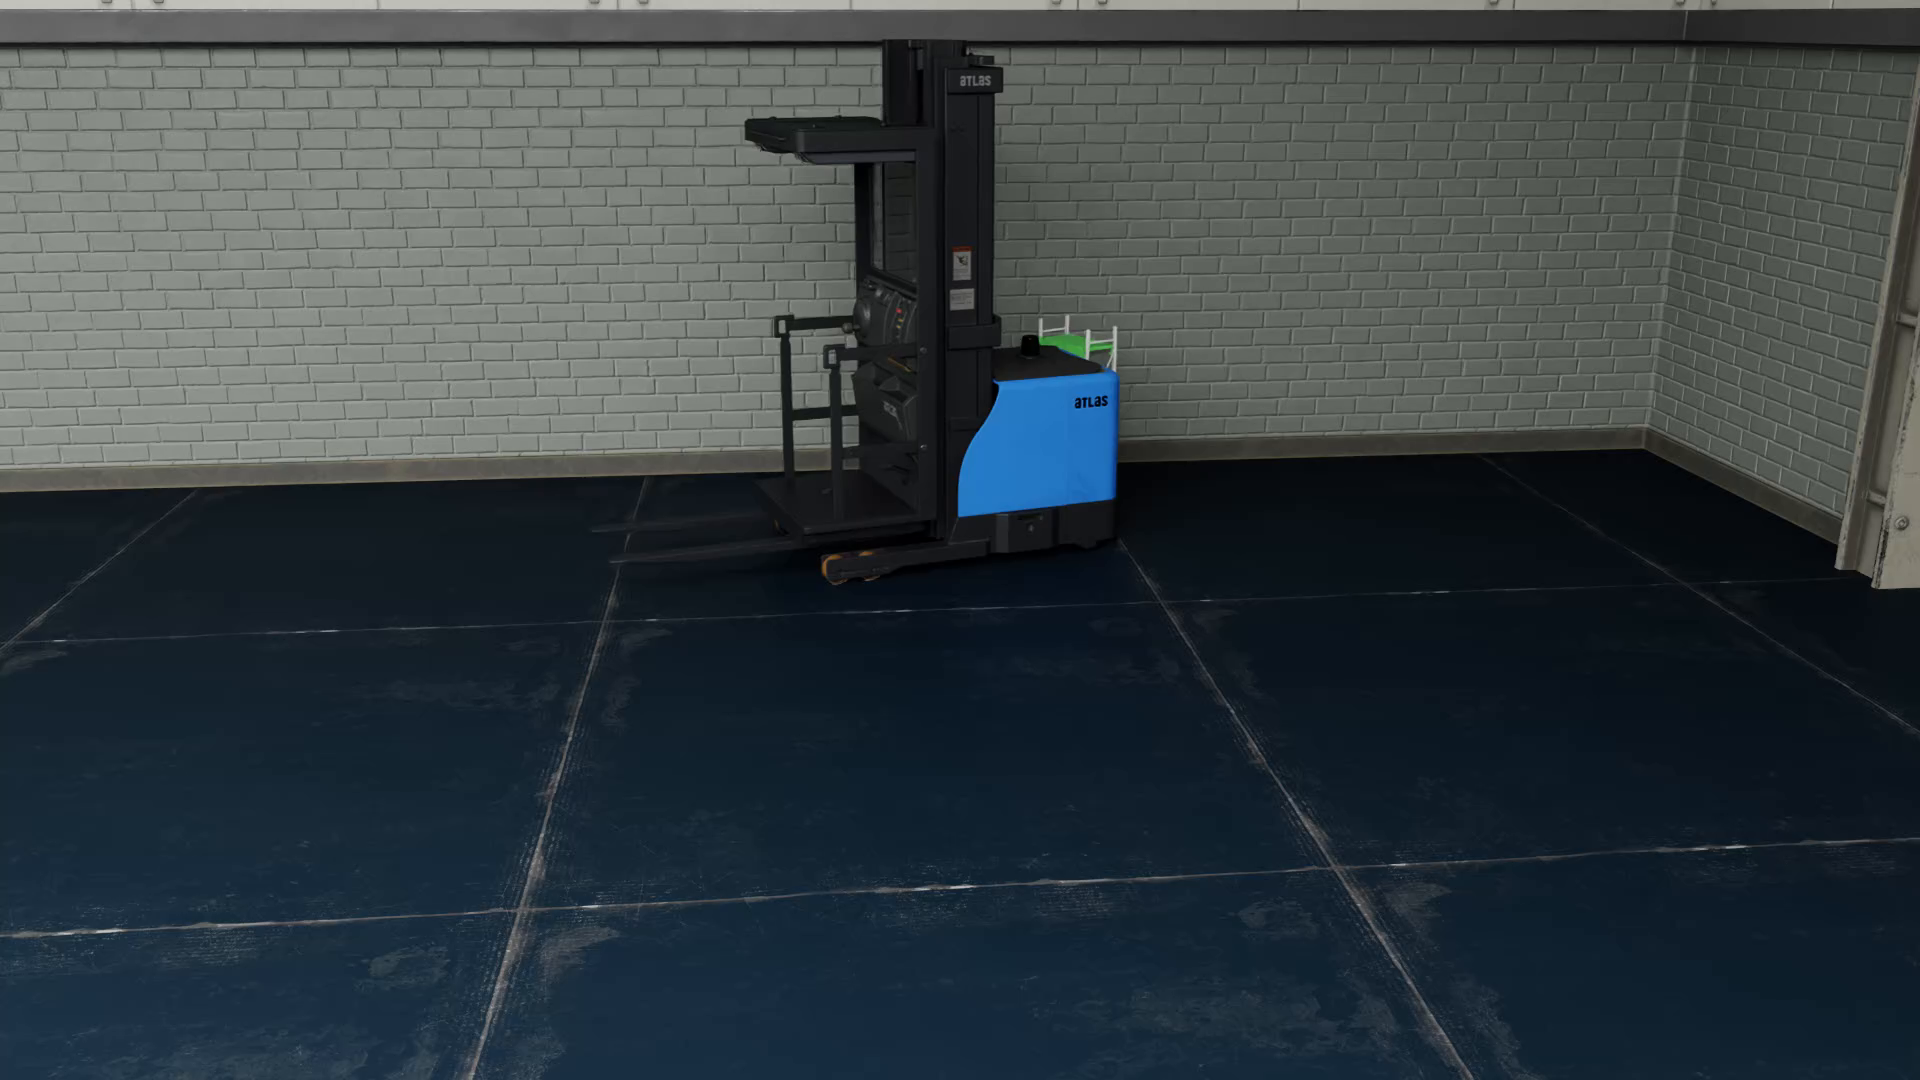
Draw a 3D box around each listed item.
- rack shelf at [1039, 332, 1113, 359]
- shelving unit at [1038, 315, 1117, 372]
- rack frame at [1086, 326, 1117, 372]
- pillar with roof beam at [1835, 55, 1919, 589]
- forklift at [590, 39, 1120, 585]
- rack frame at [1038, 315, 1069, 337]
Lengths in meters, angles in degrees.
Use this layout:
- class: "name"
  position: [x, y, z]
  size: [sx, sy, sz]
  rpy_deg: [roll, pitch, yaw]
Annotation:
- class: "rack shelf"
  position: [0.747, -1.209, 10.633]
  size: [0.258, 0.148, 0.480]
  rpy_deg: [-11, 21, -33]
- class: "shelving unit"
  position: [0.745, -0.811, 10.756]
  size: [0.258, 1.200, 0.503]
  rpy_deg: [-11, 21, -33]
- class: "rack frame"
  position: [0.884, -0.751, 10.564]
  size: [0.240, 1.200, 0.015]
  rpy_deg: [-11, 21, -33]
- class: "pillar with roof beam"
  position: [0.979, -3.950, 7.736]
  size: [9.100, 9.000, 0.400]
  rpy_deg: [-2, 18, -6]
- class: "forklift"
  position: [-0.616, -1.325, 9.505]
  size: [3.031, 2.935, 1.130]
  rpy_deg: [-7, 19, -21]
- class: "rack frame"
  position: [0.607, -0.872, 10.948]
  size: [0.240, 1.200, 0.015]
  rpy_deg: [-11, 21, -33]
